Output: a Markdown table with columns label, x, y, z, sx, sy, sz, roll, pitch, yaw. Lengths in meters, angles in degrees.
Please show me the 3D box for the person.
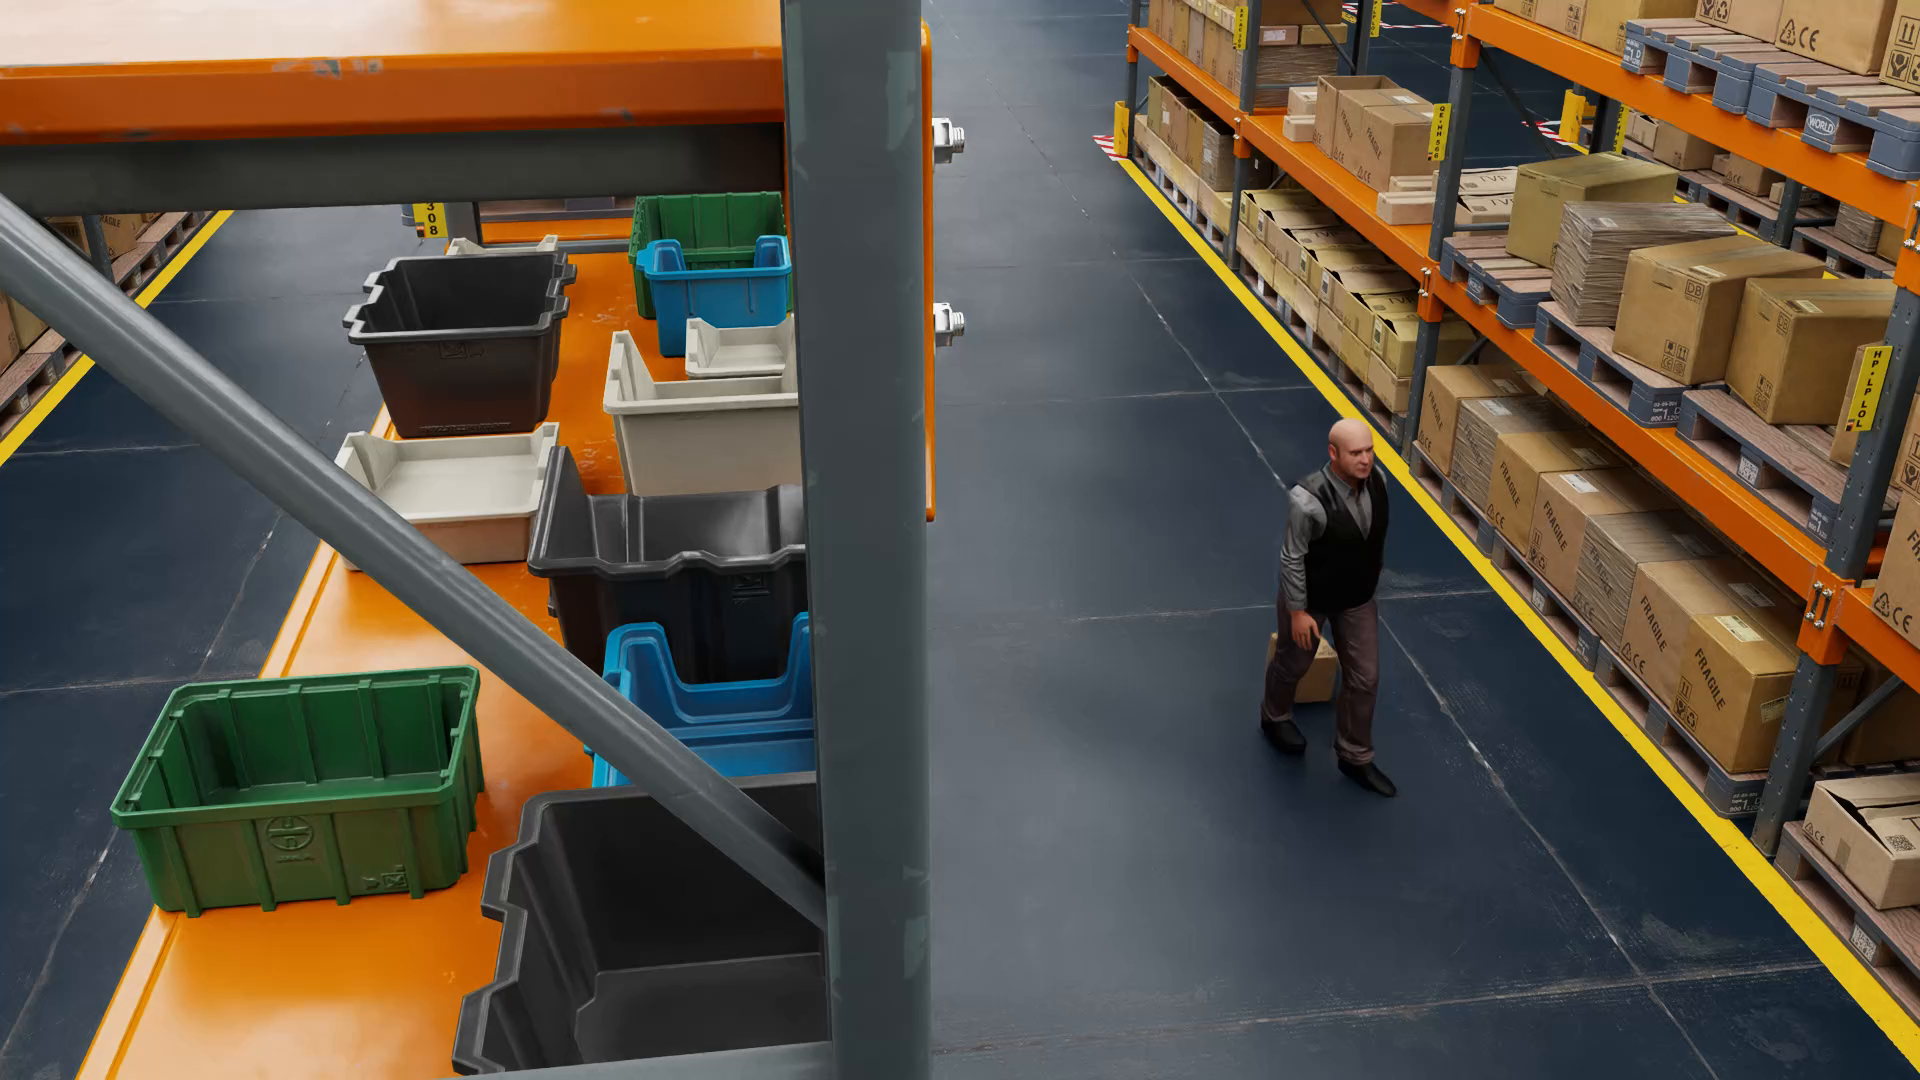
| label | x | y | z | sx | sy | sz | roll | pitch | yaw |
| --- | --- | --- | --- | --- | --- | --- | --- | --- | --- |
| person | 1.569 | 0.262 | 7.152 | 0.551 | 1.741 | 0.714 | -11 | 29 | -21 |
